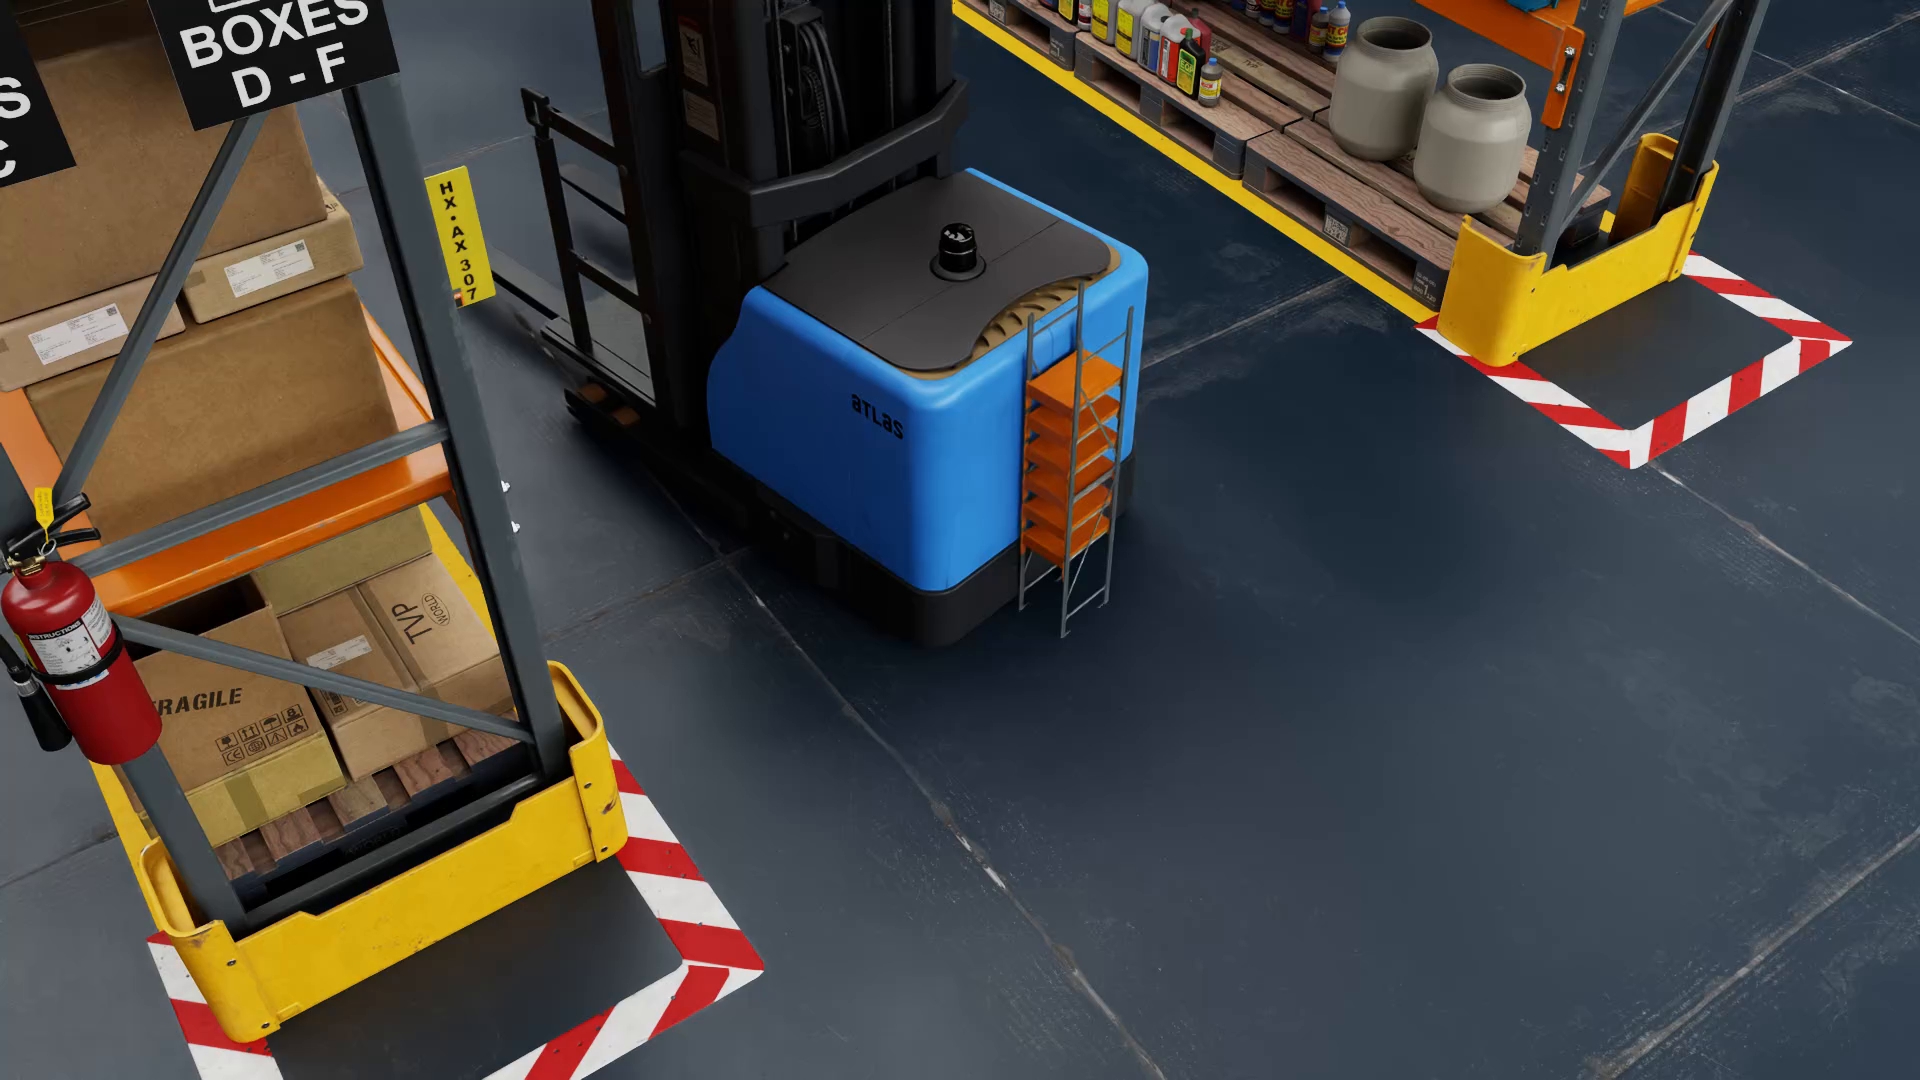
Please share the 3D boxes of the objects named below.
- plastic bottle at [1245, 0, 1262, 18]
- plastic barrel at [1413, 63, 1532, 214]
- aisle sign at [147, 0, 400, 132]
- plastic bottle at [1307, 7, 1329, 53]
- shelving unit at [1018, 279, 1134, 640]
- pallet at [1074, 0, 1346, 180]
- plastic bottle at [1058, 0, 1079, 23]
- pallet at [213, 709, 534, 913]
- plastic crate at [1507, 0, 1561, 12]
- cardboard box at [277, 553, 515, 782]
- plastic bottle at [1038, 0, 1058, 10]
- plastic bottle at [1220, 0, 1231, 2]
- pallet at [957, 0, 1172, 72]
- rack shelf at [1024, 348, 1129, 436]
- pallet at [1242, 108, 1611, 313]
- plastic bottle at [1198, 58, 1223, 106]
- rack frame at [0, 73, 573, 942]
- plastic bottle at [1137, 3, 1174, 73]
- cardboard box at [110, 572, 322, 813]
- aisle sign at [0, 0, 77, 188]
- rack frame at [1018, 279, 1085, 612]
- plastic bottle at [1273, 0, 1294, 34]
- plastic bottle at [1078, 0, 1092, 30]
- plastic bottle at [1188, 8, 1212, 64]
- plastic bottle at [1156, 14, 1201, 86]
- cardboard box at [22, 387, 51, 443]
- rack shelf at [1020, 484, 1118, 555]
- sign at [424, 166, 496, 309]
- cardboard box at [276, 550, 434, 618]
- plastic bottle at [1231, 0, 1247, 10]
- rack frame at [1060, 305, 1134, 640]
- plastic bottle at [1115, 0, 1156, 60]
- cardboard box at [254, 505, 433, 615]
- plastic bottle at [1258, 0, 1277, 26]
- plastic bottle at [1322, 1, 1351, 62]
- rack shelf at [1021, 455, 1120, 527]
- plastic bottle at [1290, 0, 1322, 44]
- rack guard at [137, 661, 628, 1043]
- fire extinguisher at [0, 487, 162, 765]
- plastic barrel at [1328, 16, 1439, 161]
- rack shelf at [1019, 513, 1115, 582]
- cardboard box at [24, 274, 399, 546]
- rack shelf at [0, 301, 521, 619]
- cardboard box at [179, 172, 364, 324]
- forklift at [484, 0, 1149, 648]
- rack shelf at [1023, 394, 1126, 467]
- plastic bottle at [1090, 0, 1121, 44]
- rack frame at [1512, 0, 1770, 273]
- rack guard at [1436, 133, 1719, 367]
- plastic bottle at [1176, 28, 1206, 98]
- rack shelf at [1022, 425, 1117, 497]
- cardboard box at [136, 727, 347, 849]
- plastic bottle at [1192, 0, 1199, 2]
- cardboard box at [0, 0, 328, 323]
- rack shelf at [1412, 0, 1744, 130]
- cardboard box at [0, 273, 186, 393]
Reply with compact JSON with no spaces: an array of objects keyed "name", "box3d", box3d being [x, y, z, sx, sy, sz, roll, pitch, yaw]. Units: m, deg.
[{"name":"plastic bottle","box3d":[1.441,-2.646,8.058,0.097,0.201,0.097,0,44,0]},{"name":"plastic barrel","box3d":[2.093,-1.637,6.790,0.421,0.512,0.421,0,44,0]},{"name":"aisle sign","box3d":[-1.244,-1.112,2.860,0.394,0.787,0.004,-26,49,-24]},{"name":"plastic bottle","box3d":[1.691,-2.398,7.797,0.097,0.201,0.097,0,44,0]},{"name":"shelving unit","box3d":[0.342,-0.214,5.105,0.189,1.200,0.258,33,53,30]},{"name":"pallet","box3d":[1.296,-2.211,7.913,1.003,0.211,1.213,-26,49,-24]},{"name":"plastic bottle","box3d":[0.534,-2.646,7.998,0.061,0.283,0.133,-24,48,-23]},{"name":"pallet","box3d":[-2.005,0.504,5.069,1.003,0.211,1.213,-26,49,-24]},{"name":"plastic crate","box3d":[2.000,-2.154,5.942,0.499,0.251,0.616,-26,49,-24]},{"name":"cardboard box","box3d":[-1.657,0.363,4.884,0.500,0.250,0.500,-26,49,-24]},{"name":"plastic bottle","box3d":[0.473,-2.781,8.090,0.144,0.351,0.185,-28,50,-26]},{"name":"plastic bottle","box3d":[1.323,-2.763,8.179,0.097,0.201,0.097,0,44,0]},{"name":"pallet","box3d":[0.594,-2.902,8.637,1.003,0.211,1.213,-26,49,-24]},{"name":"rack shelf","box3d":[0.342,-0.442,4.887,0.180,0.103,0.258,33,53,30]},{"name":"pallet","box3d":[1.990,-1.520,7.190,1.003,0.211,1.213,-26,49,-24]},{"name":"plastic bottle","box3d":[1.122,-2.056,7.440,0.097,0.201,0.097,0,44,0]},{"name":"rack frame","box3d":[-1.533,-0.088,3.670,1.000,3.000,0.127,-26,49,-24]},{"name":"plastic bottle","box3d":[0.921,-2.315,7.657,0.152,0.276,0.135,-27,50,-25]},{"name":"cardboard box","box3d":[-2.084,0.297,4.410,0.500,0.500,0.500,-26,49,-24]},{"name":"aisle sign","box3d":[-1.736,-0.875,2.611,0.394,0.787,0.004,-26,49,-24]},{"name":"rack frame","box3d":[0.276,-0.257,5.151,0.006,1.200,0.240,33,53,30]},{"name":"plastic bottle","box3d":[1.555,-2.559,7.915,0.097,0.271,0.097,0,44,0]},{"name":"plastic bottle","box3d":[0.616,-2.557,7.964,0.097,0.201,0.097,0,44,0]},{"name":"plastic bottle","box3d":[1.087,-2.282,7.617,0.061,0.283,0.133,-26,49,-24]},{"name":"plastic bottle","box3d":[1.000,-2.237,7.575,0.152,0.276,0.135,-25,49,-24]},{"name":"cardboard box","box3d":[-2.094,-0.689,4.227,0.700,0.500,0.500,-24,49,-23]},{"name":"rack shelf","box3d":[0.342,-0.095,5.219,0.180,0.103,0.258,33,53,30]},{"name":"sign","box3d":[-1.074,-0.645,3.570,0.100,0.325,0.005,-26,49,-24]},{"name":"cardboard box","box3d":[-1.946,0.082,5.179,0.500,0.250,0.500,-26,49,-24]},{"name":"plastic bottle","box3d":[1.381,-2.730,8.095,0.097,0.271,0.097,0,44,0]},{"name":"rack frame","box3d":[0.409,-0.170,5.060,0.006,1.200,0.240,33,53,30]},{"name":"plastic bottle","box3d":[0.823,-2.435,7.728,0.144,0.351,0.185,-24,49,-23]},{"name":"cardboard box","box3d":[-1.945,-0.190,4.921,0.500,0.500,0.500,-26,49,-24]},{"name":"plastic bottle","box3d":[1.497,-2.615,7.975,0.097,0.271,0.097,0,44,0]},{"name":"plastic bottle","box3d":[1.751,-2.365,7.712,0.097,0.271,0.097,0,44,0]},{"name":"rack shelf","box3d":[0.342,-0.182,5.136,0.180,0.103,0.258,33,53,30]},{"name":"plastic bottle","box3d":[1.636,-2.504,7.850,0.061,0.283,0.133,-25,49,-24]},{"name":"rack guard","box3d":[-1.519,0.830,4.519,1.175,0.500,0.348,-26,49,-24]},{"name":"fire extinguisher","box3d":[-1.846,0.191,3.434,0.296,0.674,0.183,-26,49,-24]},{"name":"plastic barrel","box3d":[1.806,-1.921,7.087,0.421,0.512,0.421,0,44,0]},{"name":"rack shelf","box3d":[0.342,-0.008,5.302,0.180,0.103,0.258,33,53,30]},{"name":"cardboard box","box3d":[-1.789,-0.393,3.917,0.700,0.500,0.500,-26,49,-24]},{"name":"rack shelf","box3d":[-2.677,-0.960,5.105,1.077,0.370,4.000,-26,49,-24]},{"name":"cardboard box","box3d":[-1.581,-0.666,3.733,0.380,0.149,0.250,-26,49,-25]},{"name":"forklift","box3d":[-0.815,-1.618,5.322,3.031,2.935,1.130,33,53,30]},{"name":"rack shelf","box3d":[0.342,-0.355,4.970,0.180,0.103,0.258,33,53,30]},{"name":"plastic bottle","box3d":[0.716,-2.540,7.838,0.144,0.351,0.185,-26,49,-25]},{"name":"rack frame","box3d":[2.532,-2.042,5.717,1.000,3.000,0.127,-26,49,-24]},{"name":"rack guard","box3d":[2.450,-1.163,6.606,1.175,0.500,0.348,-26,49,-24]},{"name":"plastic bottle","box3d":[1.040,-2.145,7.473,0.061,0.283,0.133,-25,49,-24]},{"name":"rack shelf","box3d":[0.342,-0.269,5.053,0.180,0.103,0.258,33,53,30]},{"name":"cardboard box","box3d":[-2.082,0.568,4.670,0.500,0.250,0.500,-26,49,-24]},{"name":"plastic bottle","box3d":[1.146,-2.806,8.166,0.061,0.283,0.133,-26,49,-24]},{"name":"cardboard box","box3d":[-1.820,-0.893,3.501,0.700,0.500,0.500,-26,49,-24]},{"name":"rack shelf","box3d":[1.388,-2.915,7.152,1.077,0.370,4.000,-26,49,-24]},{"name":"cardboard box","box3d":[-1.908,-0.500,3.559,0.380,0.149,0.250,-27,50,-25]}]
